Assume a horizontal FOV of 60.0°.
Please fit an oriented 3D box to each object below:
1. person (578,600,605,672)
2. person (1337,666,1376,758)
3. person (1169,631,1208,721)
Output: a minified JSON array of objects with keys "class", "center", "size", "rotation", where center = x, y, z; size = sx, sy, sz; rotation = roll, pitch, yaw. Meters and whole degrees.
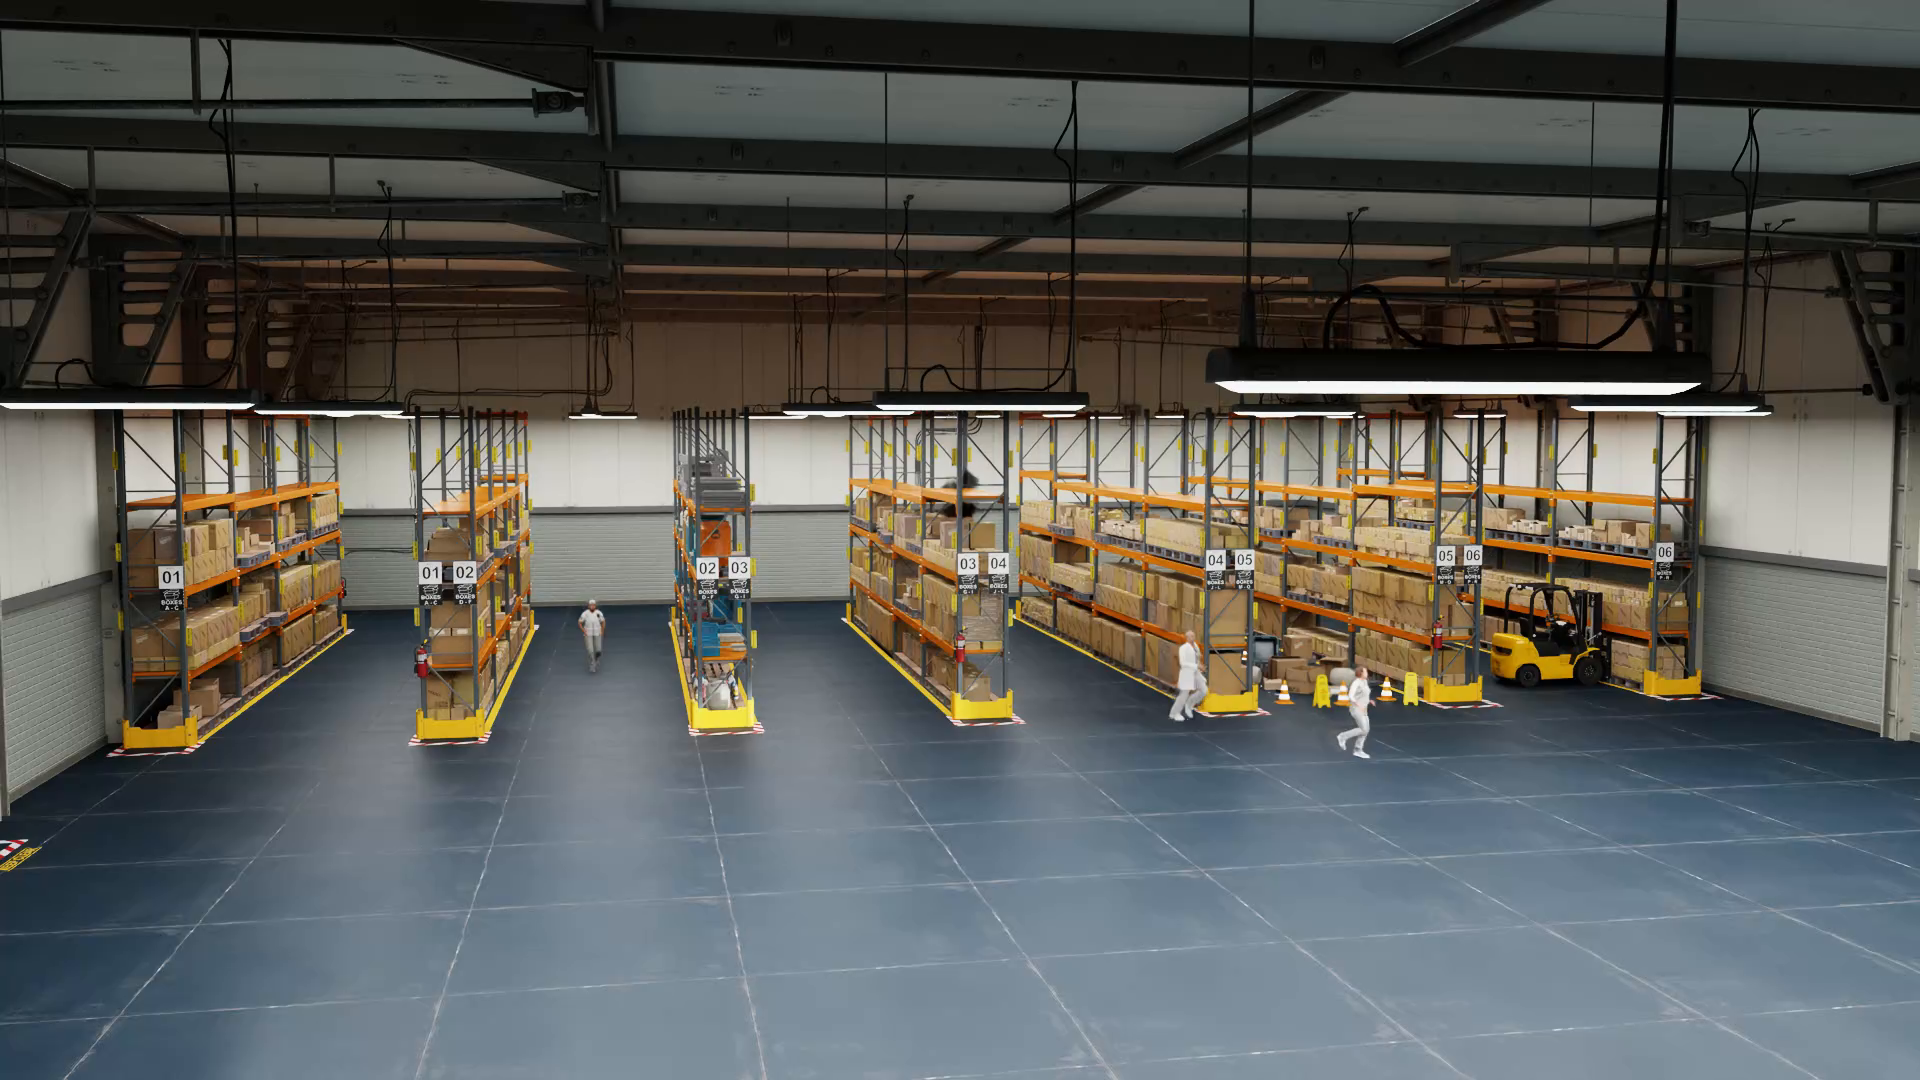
[{"class":"person","center":[-8.484,2.193,38.321],"size":[0.623,1.639,0.511],"rotation":[-1,4,-20]},{"class":"person","center":[6.797,2.931,28.455],"size":[0.588,1.573,0.533],"rotation":[3,5,32]},{"class":"person","center":[4.407,2.589,31.734],"size":[0.732,1.740,0.857],"rotation":[-4,6,-44]}]
